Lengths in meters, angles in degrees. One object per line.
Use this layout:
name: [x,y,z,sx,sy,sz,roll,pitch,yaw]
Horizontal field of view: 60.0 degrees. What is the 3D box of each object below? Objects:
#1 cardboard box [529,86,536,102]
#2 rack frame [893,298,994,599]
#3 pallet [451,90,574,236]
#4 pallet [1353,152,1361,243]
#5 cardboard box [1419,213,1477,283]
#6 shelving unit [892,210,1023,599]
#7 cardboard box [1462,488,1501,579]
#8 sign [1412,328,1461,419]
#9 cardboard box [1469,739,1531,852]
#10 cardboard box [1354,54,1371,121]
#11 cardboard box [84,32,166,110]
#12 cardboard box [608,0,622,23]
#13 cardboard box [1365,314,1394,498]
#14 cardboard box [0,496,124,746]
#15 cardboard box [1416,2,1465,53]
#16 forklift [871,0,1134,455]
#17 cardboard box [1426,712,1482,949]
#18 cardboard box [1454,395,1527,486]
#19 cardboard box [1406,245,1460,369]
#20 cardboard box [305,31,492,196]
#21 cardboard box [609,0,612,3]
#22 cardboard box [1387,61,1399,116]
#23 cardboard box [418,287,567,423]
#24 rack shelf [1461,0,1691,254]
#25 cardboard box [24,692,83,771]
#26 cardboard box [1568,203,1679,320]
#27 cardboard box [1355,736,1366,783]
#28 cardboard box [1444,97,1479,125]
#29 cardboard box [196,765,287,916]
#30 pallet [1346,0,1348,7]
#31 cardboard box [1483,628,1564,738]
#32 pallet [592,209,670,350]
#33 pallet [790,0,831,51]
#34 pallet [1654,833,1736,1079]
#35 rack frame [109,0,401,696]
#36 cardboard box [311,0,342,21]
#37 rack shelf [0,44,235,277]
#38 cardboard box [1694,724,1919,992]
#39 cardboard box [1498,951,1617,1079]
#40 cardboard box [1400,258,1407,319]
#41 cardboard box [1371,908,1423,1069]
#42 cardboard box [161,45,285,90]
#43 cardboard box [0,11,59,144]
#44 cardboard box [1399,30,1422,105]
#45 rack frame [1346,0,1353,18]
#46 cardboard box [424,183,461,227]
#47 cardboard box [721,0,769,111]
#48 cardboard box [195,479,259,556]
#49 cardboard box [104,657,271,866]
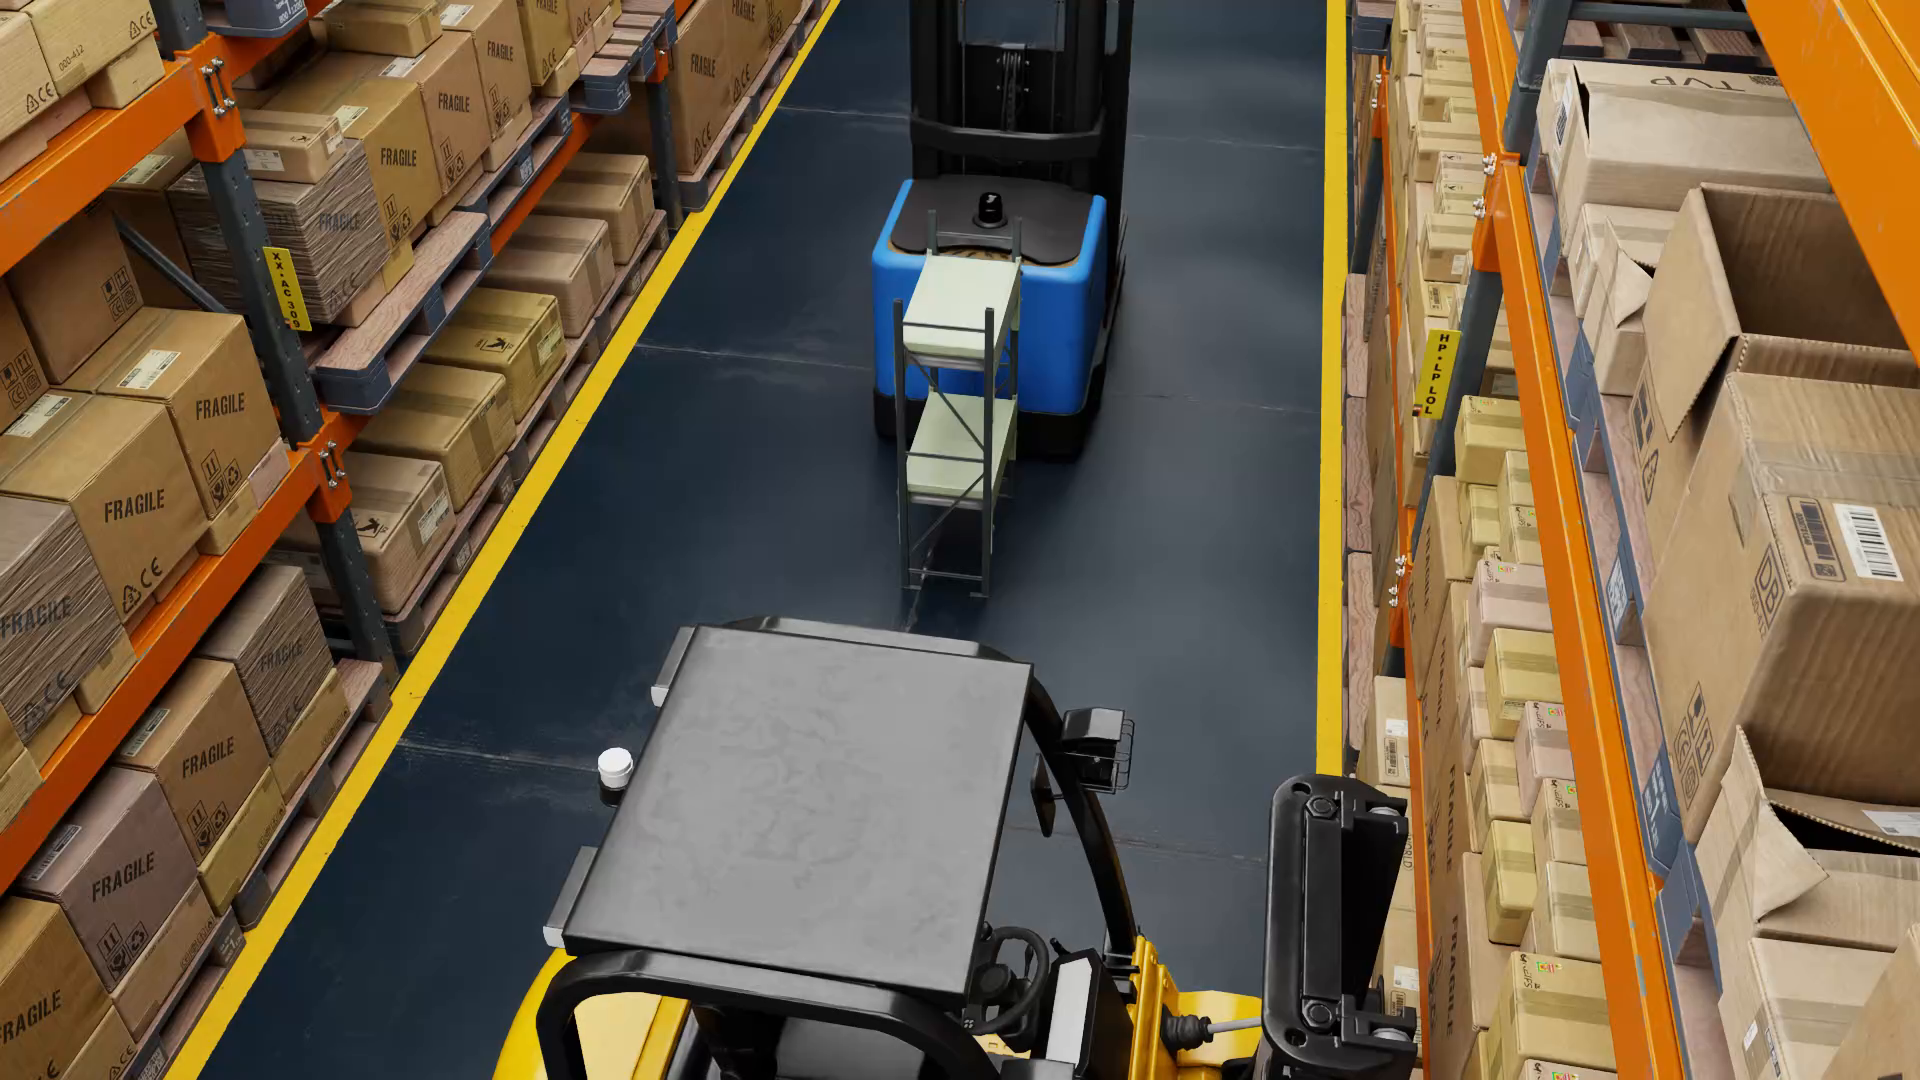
cardboard box: [-2.230,-2.119,7.826,0.380,0.149,0.250,7,40,8]
rack frame: [-0.064,-0.344,6.989,0.400,1.500,0.023,6,40,8]
pallet: [-2.480,-1.779,7.698,1.003,0.211,1.213,6,40,8]
pallet: [2.878,-1.944,9.936,1.003,0.211,1.213,6,40,8]
cardboard box: [1.896,-1.063,6.094,0.380,0.149,0.250,5,40,6]
shelving unit: [-0.001,-0.574,7.267,0.431,1.500,0.755,6,40,8]
cardboard box: [1.662,0.001,4.807,0.380,0.149,0.250,7,40,9]
sign: [1.483,-0.514,5.171,0.100,0.325,0.005,6,40,8]
cardboard box: [1.455,0.638,4.037,0.380,0.149,0.250,5,40,6]
cardboard box: [2.829,-3.012,10.671,0.500,0.500,0.500,5,40,6]
cardboard box: [-2.624,-1.417,4.953,0.380,0.149,0.250,7,40,8]
cardboard box: [-1.978,-2.757,8.598,0.380,0.149,0.250,7,40,8]
cardboard box: [2.368,-0.578,7.629,0.875,0.625,0.625,5,40,6]
cardboard box: [-2.870,0.214,4.826,0.500,0.500,0.500,7,40,9]
cardboard box: [2.302,-2.344,7.644,0.380,0.149,0.250,7,40,9]
forklift: [0.339,-2.486,8.457,1.130,2.935,3.031,7,40,8]
cardboard box: [1.525,0.813,4.334,0.500,0.500,0.500,6,40,7]
cardboard box: [1.672,-0.280,4.914,0.380,0.149,0.250,7,40,9]
cardboard box: [1.934,-0.839,6.136,0.500,0.250,0.500,5,40,7]
cardboard box: [-2.321,-1.790,6.920,0.500,0.500,0.500,6,40,7]
cardboard box: [-1.983,-3.099,8.503,0.500,0.500,0.500,5,40,6]
cardboard box: [2.394,-2.245,8.230,0.500,0.250,0.500,7,40,8]
cardboard box: [-2.542,-0.956,8.285,0.950,0.372,0.625,8,40,9]
rack shelf: [2.365,-2.178,6.241,1.077,0.370,4.000,6,40,8]
cardboard box: [-2.872,0.538,4.942,0.380,0.149,0.250,6,40,7]
cardboard box: [1.510,-0.574,3.525,0.380,0.149,0.250,8,40,9]
cardboard box: [1.632,0.930,5.707,0.500,0.250,0.500,6,40,7]
cardboard box: [2.203,-1.691,6.853,0.380,0.149,0.250,6,40,8]
cardboard box: [-2.790,1.044,5.961,0.500,0.250,0.500,5,40,6]
pallet: [3.523,-4.421,12.932,1.003,0.211,1.213,6,40,8]
cardboard box: [1.516,0.371,4.126,0.380,0.149,0.250,6,40,7]
pallet: [-2.315,-1.535,9.441,1.003,0.211,1.213,6,40,8]
pallet: [-1.545,-4.043,12.474,1.003,0.211,1.213,6,40,8]
pallet: [1.475,0.903,2.019,1.003,0.211,1.213,6,40,8]
rack frame: [-2.870,-0.589,6.109,1.000,3.000,0.127,6,40,8]
cardboard box: [-2.747,-2.183,7.395,0.500,0.500,0.500,5,40,6]
rack shelf: [-3.216,-0.213,3.864,1.077,0.370,4.000,6,40,8]
cardboard box: [1.215,0.449,2.197,0.396,0.266,0.258,6,40,8]
cardboard box: [1.304,1.003,3.362,0.380,0.149,0.250,7,40,9]
cardboard box: [2.046,-0.956,6.670,0.500,0.250,0.500,7,40,8]
cardboard box: [1.453,1.370,4.782,0.500,0.250,0.500,8,40,9]
cardboard box: [-2.906,-1.903,6.547,0.380,0.149,0.250,5,40,6]
cardboard box: [-2.768,-1.178,4.351,0.500,0.250,0.500,6,40,7]
cardboard box: [2.306,-2.124,7.690,0.500,0.250,0.500,8,40,9]
rack frame: [3.404,-5.065,11.522,1.000,3.000,0.127,6,40,8]
cardboard box: [-2.352,-1.465,7.036,0.380,0.149,0.250,7,40,8]
cardboard box: [-1.818,-3.426,10.878,0.875,0.875,0.875,7,40,8]
cardboard box: [-2.662,-0.100,5.714,0.380,0.149,0.250,7,40,9]
cardboard box: [-2.794,0.740,5.741,0.500,0.500,0.500,7,40,8]
